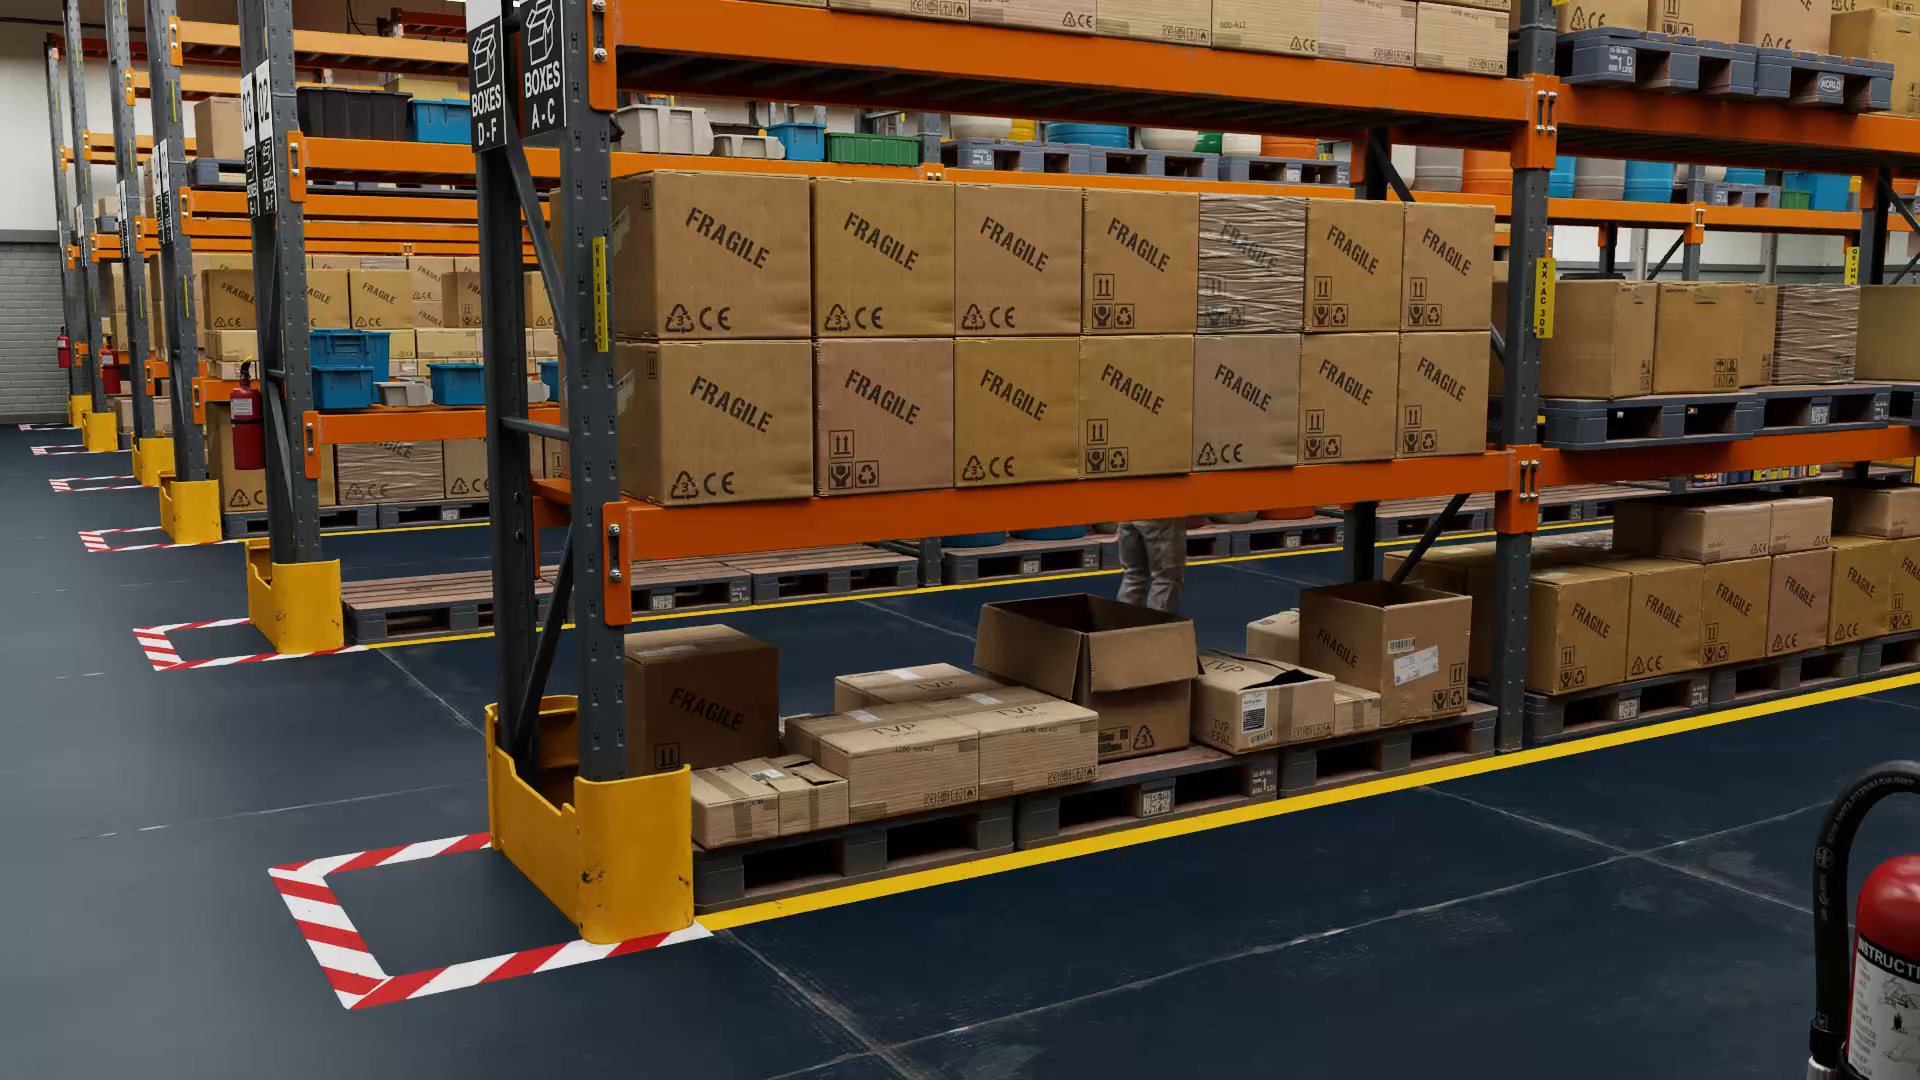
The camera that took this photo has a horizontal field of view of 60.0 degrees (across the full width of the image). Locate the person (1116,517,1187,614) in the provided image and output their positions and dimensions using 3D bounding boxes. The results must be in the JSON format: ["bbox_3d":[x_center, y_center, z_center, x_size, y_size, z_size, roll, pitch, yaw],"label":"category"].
[{"bbox_3d":[1.047,-0.185,8.568,0.577,1.779,0.492,-5,9,-32],"label":"person"}]
